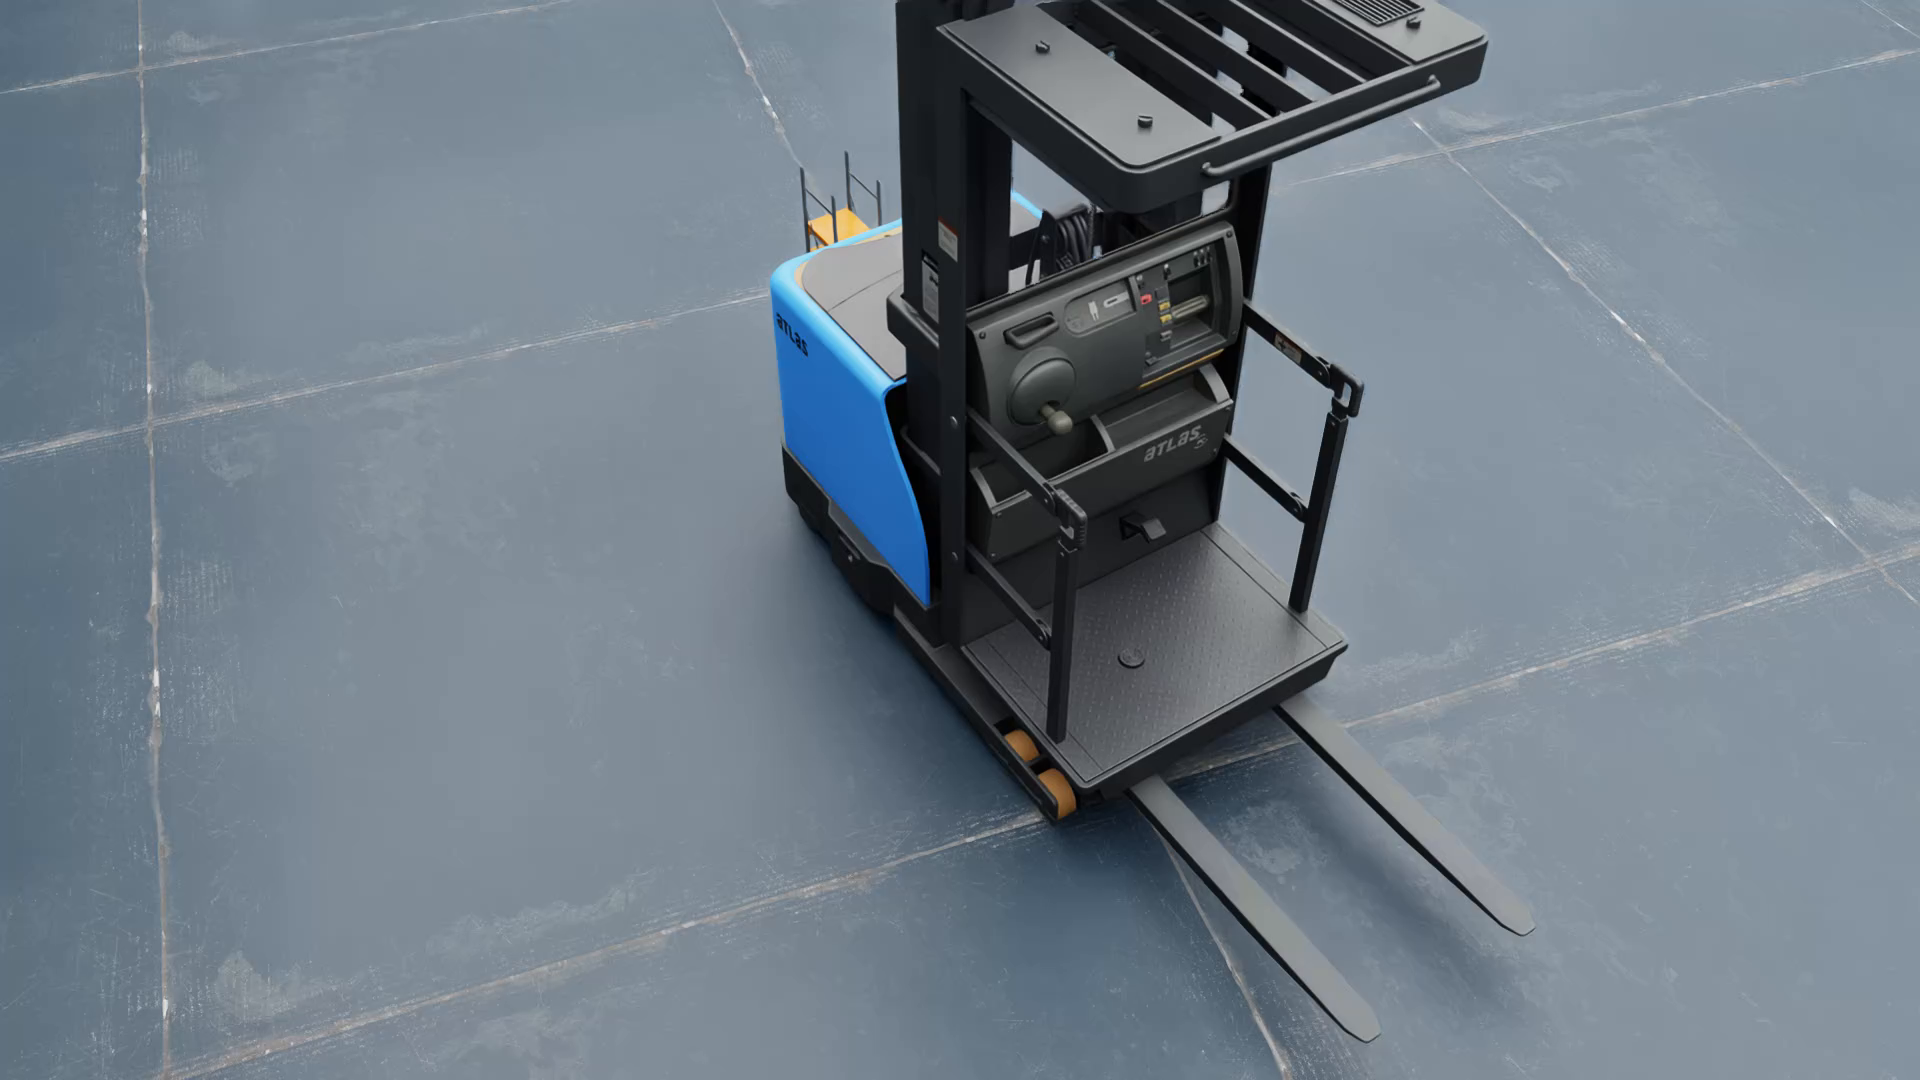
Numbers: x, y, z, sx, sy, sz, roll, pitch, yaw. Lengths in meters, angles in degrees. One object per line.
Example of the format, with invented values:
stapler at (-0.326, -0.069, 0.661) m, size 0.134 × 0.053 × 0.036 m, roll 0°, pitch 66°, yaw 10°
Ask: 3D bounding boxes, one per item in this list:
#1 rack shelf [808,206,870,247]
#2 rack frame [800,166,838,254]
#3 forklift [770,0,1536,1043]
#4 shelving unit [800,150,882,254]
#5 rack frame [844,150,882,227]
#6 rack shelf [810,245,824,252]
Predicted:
rack shelf at (-0.422, -1.086, 6.039) m, size 0.180 × 0.103 × 0.258 m, roll -25°, pitch 50°, yaw -23°
rack frame at (-0.498, -0.827, 6.227) m, size 0.006 × 1.200 × 0.240 m, roll -25°, pitch 50°, yaw -23°
forklift at (0.562, -0.523, 4.702) m, size 1.130 × 2.935 × 3.031 m, roll -25°, pitch 50°, yaw -23°
shelving unit at (-0.422, -0.863, 6.263) m, size 0.189 × 1.200 × 0.258 m, roll -25°, pitch 50°, yaw -23°
rack frame at (-0.345, -0.899, 6.298) m, size 0.006 × 1.200 × 0.240 m, roll -25°, pitch 50°, yaw -23°
rack shelf at (-0.422, -1.001, 6.124) m, size 0.180 × 0.103 × 0.258 m, roll -25°, pitch 50°, yaw -23°
